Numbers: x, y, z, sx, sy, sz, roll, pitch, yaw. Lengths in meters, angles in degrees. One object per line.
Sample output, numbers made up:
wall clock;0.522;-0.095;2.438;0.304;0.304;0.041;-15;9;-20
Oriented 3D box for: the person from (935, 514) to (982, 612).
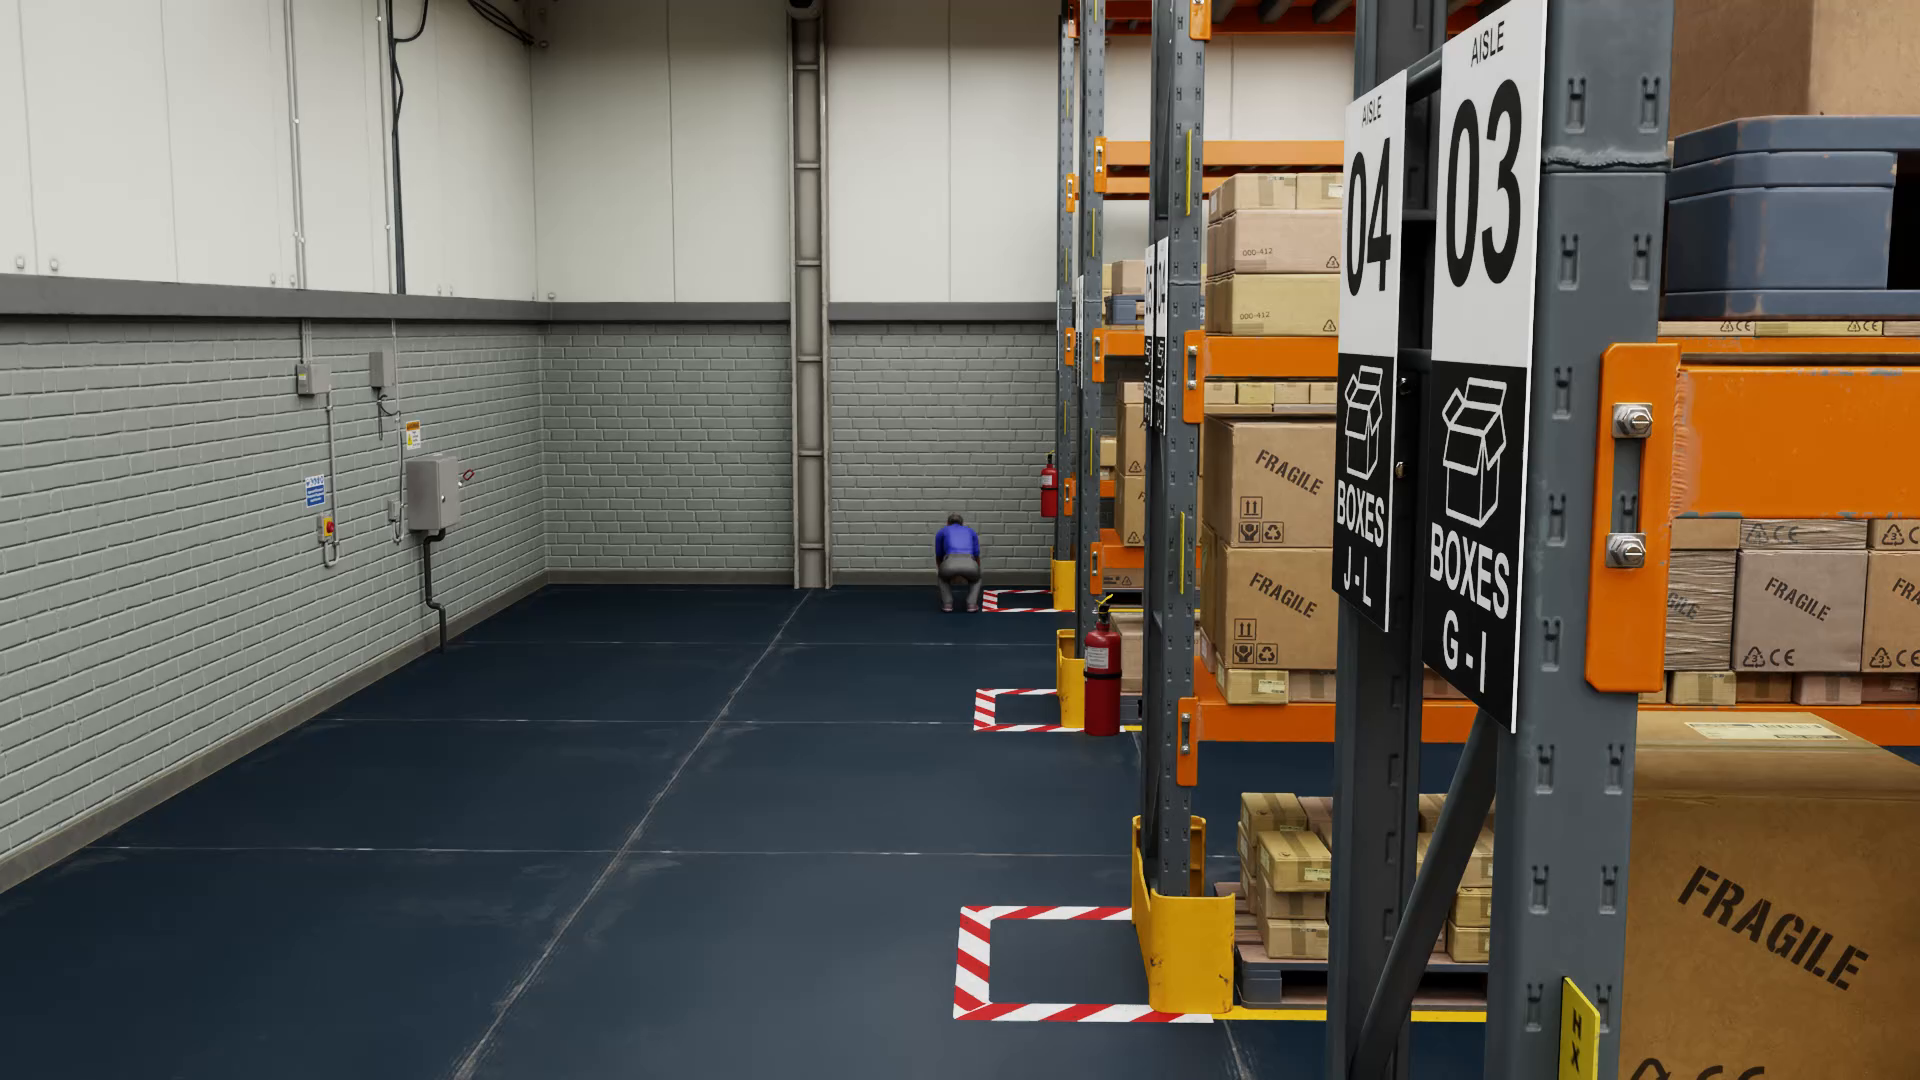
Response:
person;-0.017;0.234;16.812;0.482;0.942;0.822;0;7;3
